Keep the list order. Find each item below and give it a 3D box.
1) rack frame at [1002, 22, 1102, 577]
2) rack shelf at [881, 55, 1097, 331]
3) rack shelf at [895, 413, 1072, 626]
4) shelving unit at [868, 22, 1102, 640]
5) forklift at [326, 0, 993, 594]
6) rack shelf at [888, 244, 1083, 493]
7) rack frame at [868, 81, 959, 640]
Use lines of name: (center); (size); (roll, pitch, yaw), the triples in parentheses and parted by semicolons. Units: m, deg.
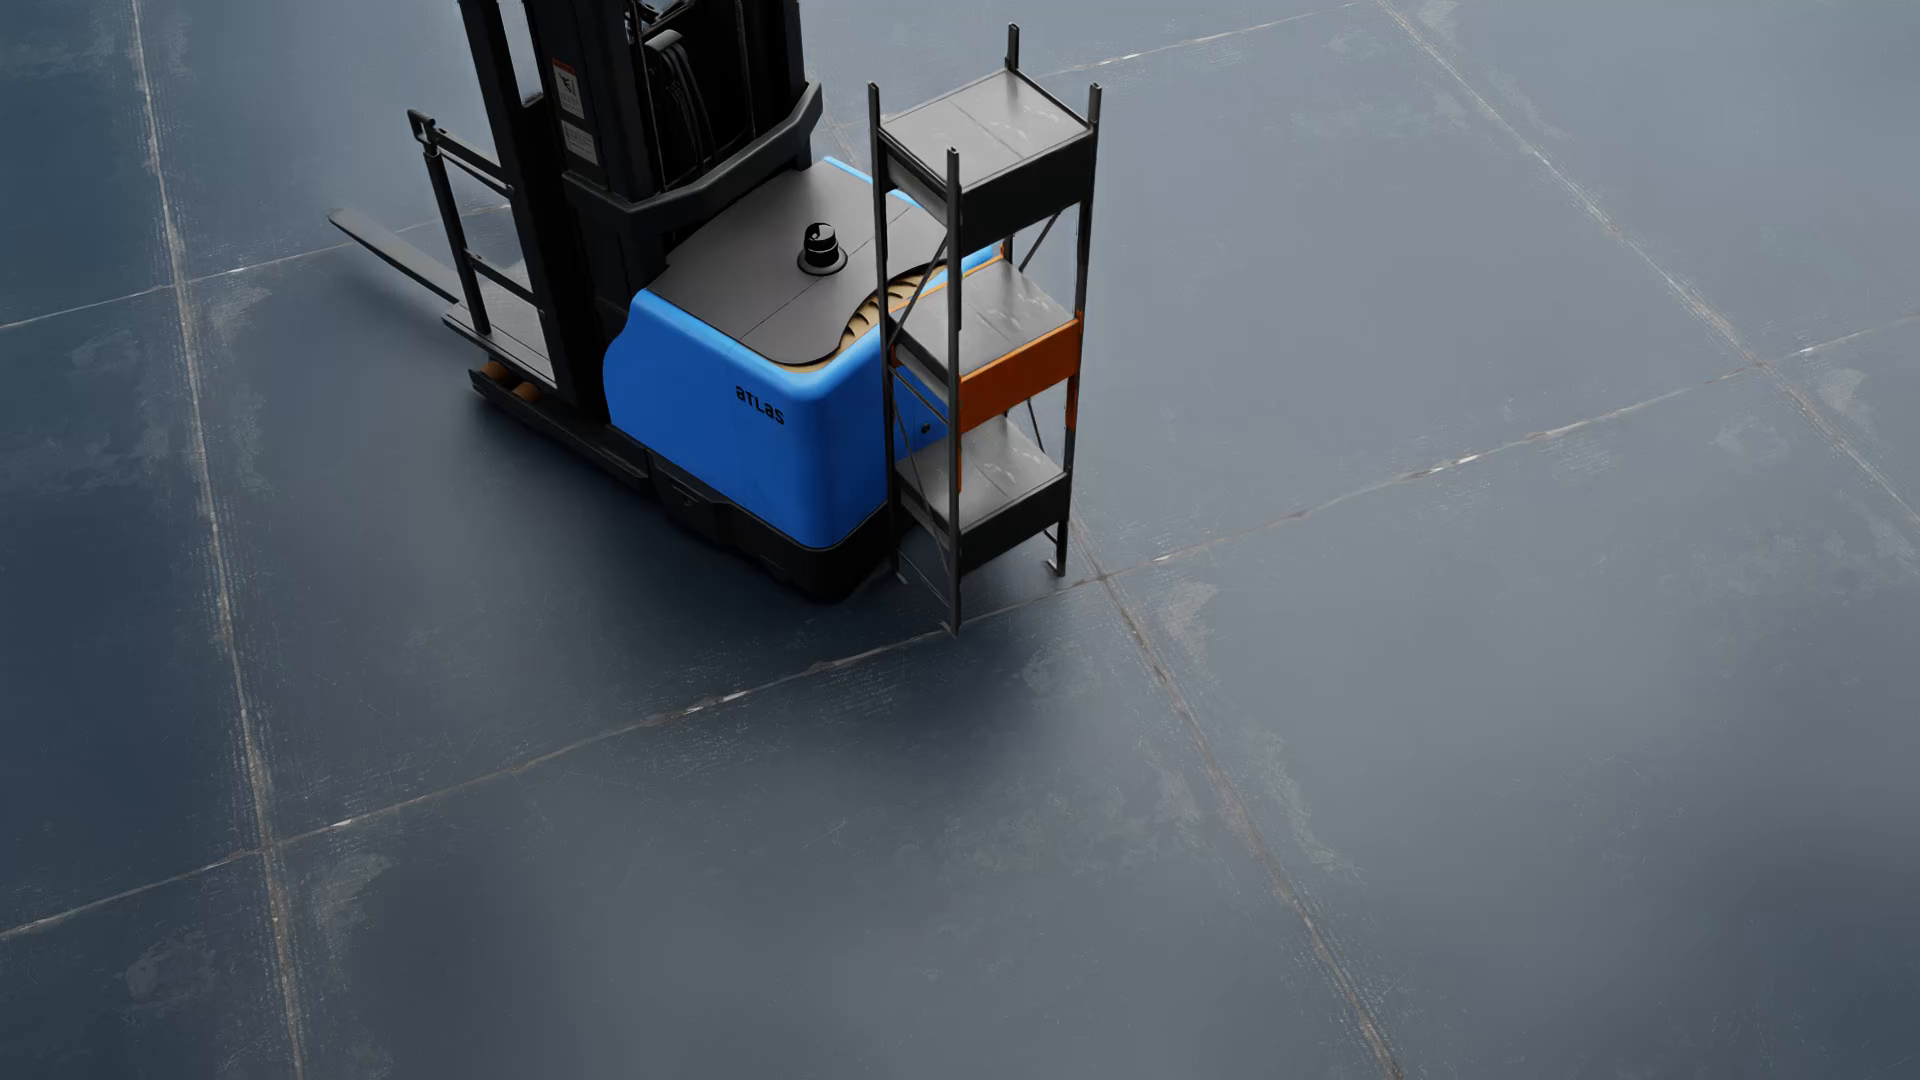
rack frame: (0.262, -0.672, 5.443); (0.015, 2.100, 0.400); (-30, 55, -23)
rack shelf: (0.067, -1.009, 4.827); (0.480, 0.518, 0.431); (-30, 55, -23)
rack shelf: (0.066, -0.096, 5.889); (0.480, 0.518, 0.431); (-30, 55, -23)
shelving unit: (0.067, -0.561, 5.348); (0.503, 2.100, 0.431); (-30, 55, -23)
forklift: (-1.340, -1.704, 5.781); (3.031, 2.935, 1.130); (31, 56, 24)
rack shelf: (0.067, -0.552, 5.358); (0.480, 0.518, 0.431); (-30, 55, -23)
rack frame: (-0.129, -0.450, 5.252); (0.015, 2.100, 0.400); (-30, 55, -23)
